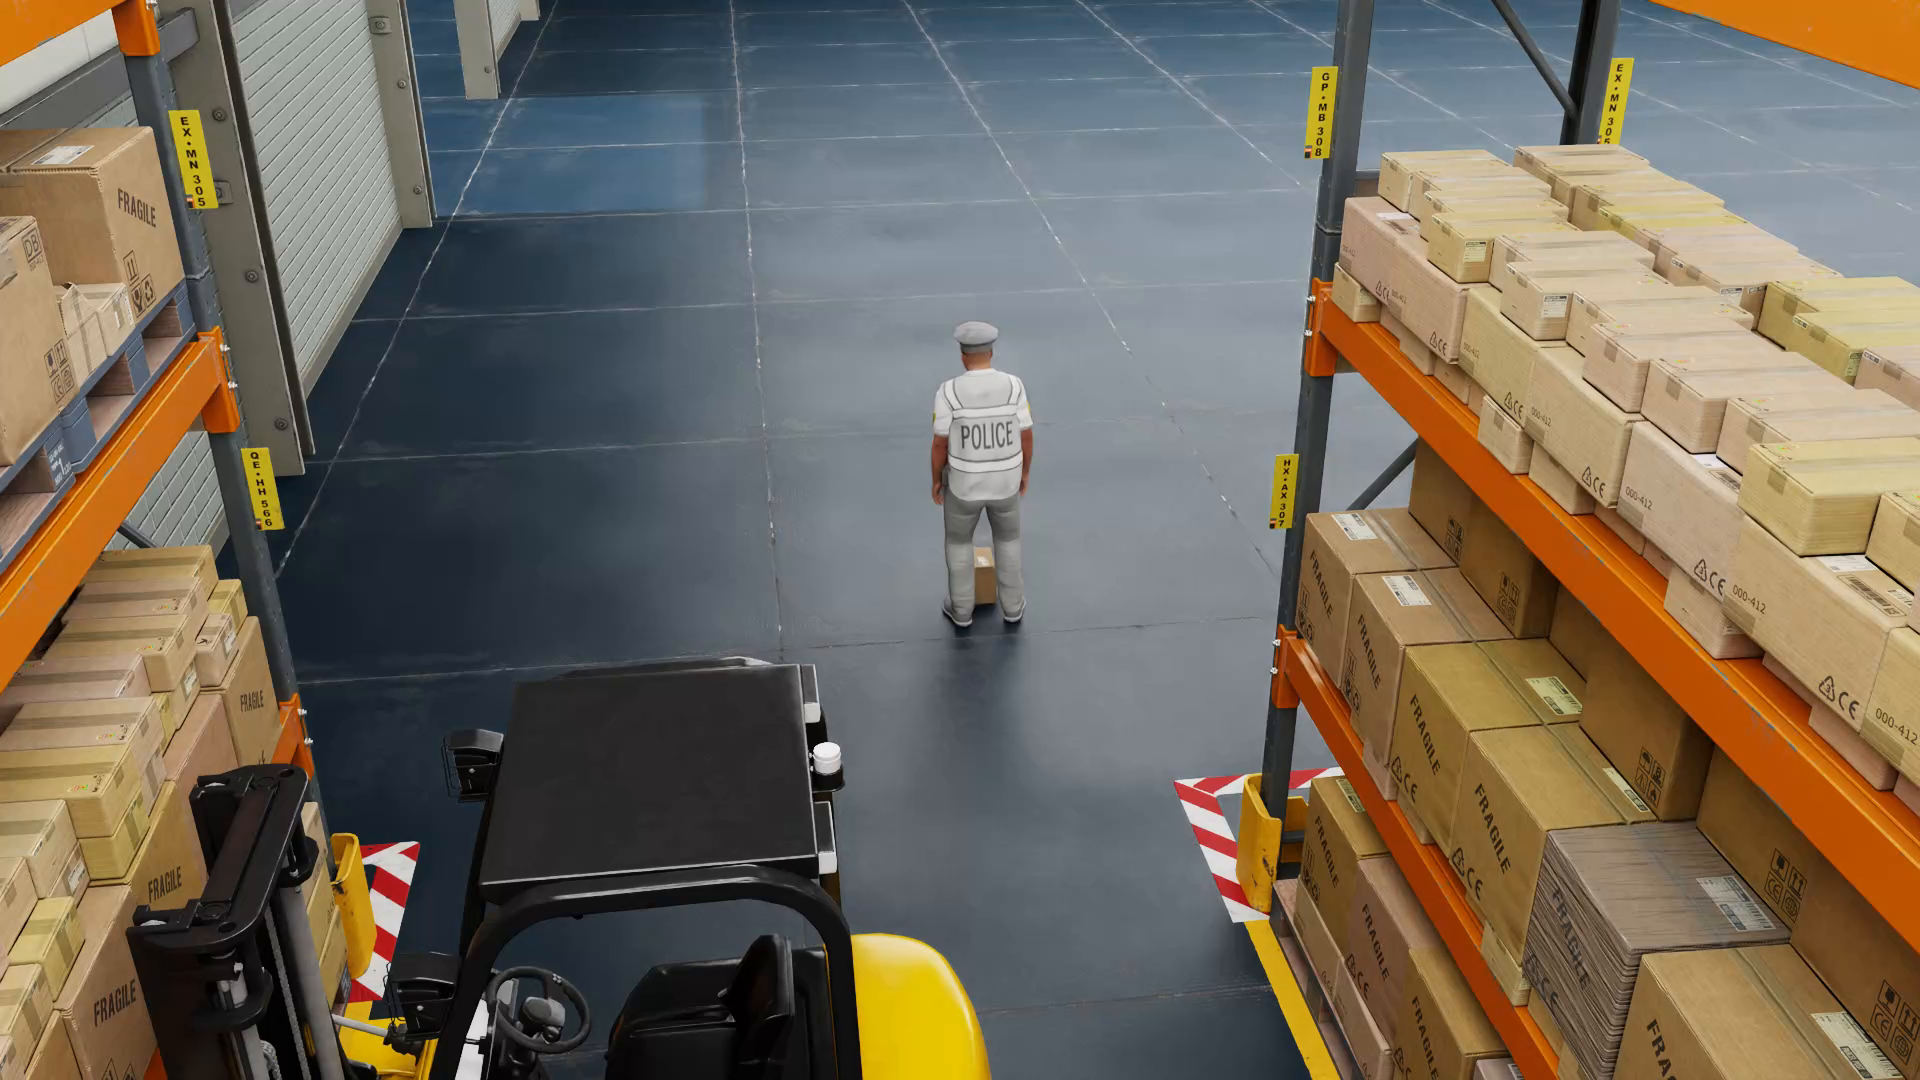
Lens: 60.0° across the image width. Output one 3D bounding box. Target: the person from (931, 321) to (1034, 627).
[{"bbox_3d":[0.122,-0.326,9.253,0.580,1.745,0.434,-5,27,-9],"label":"person"}]
